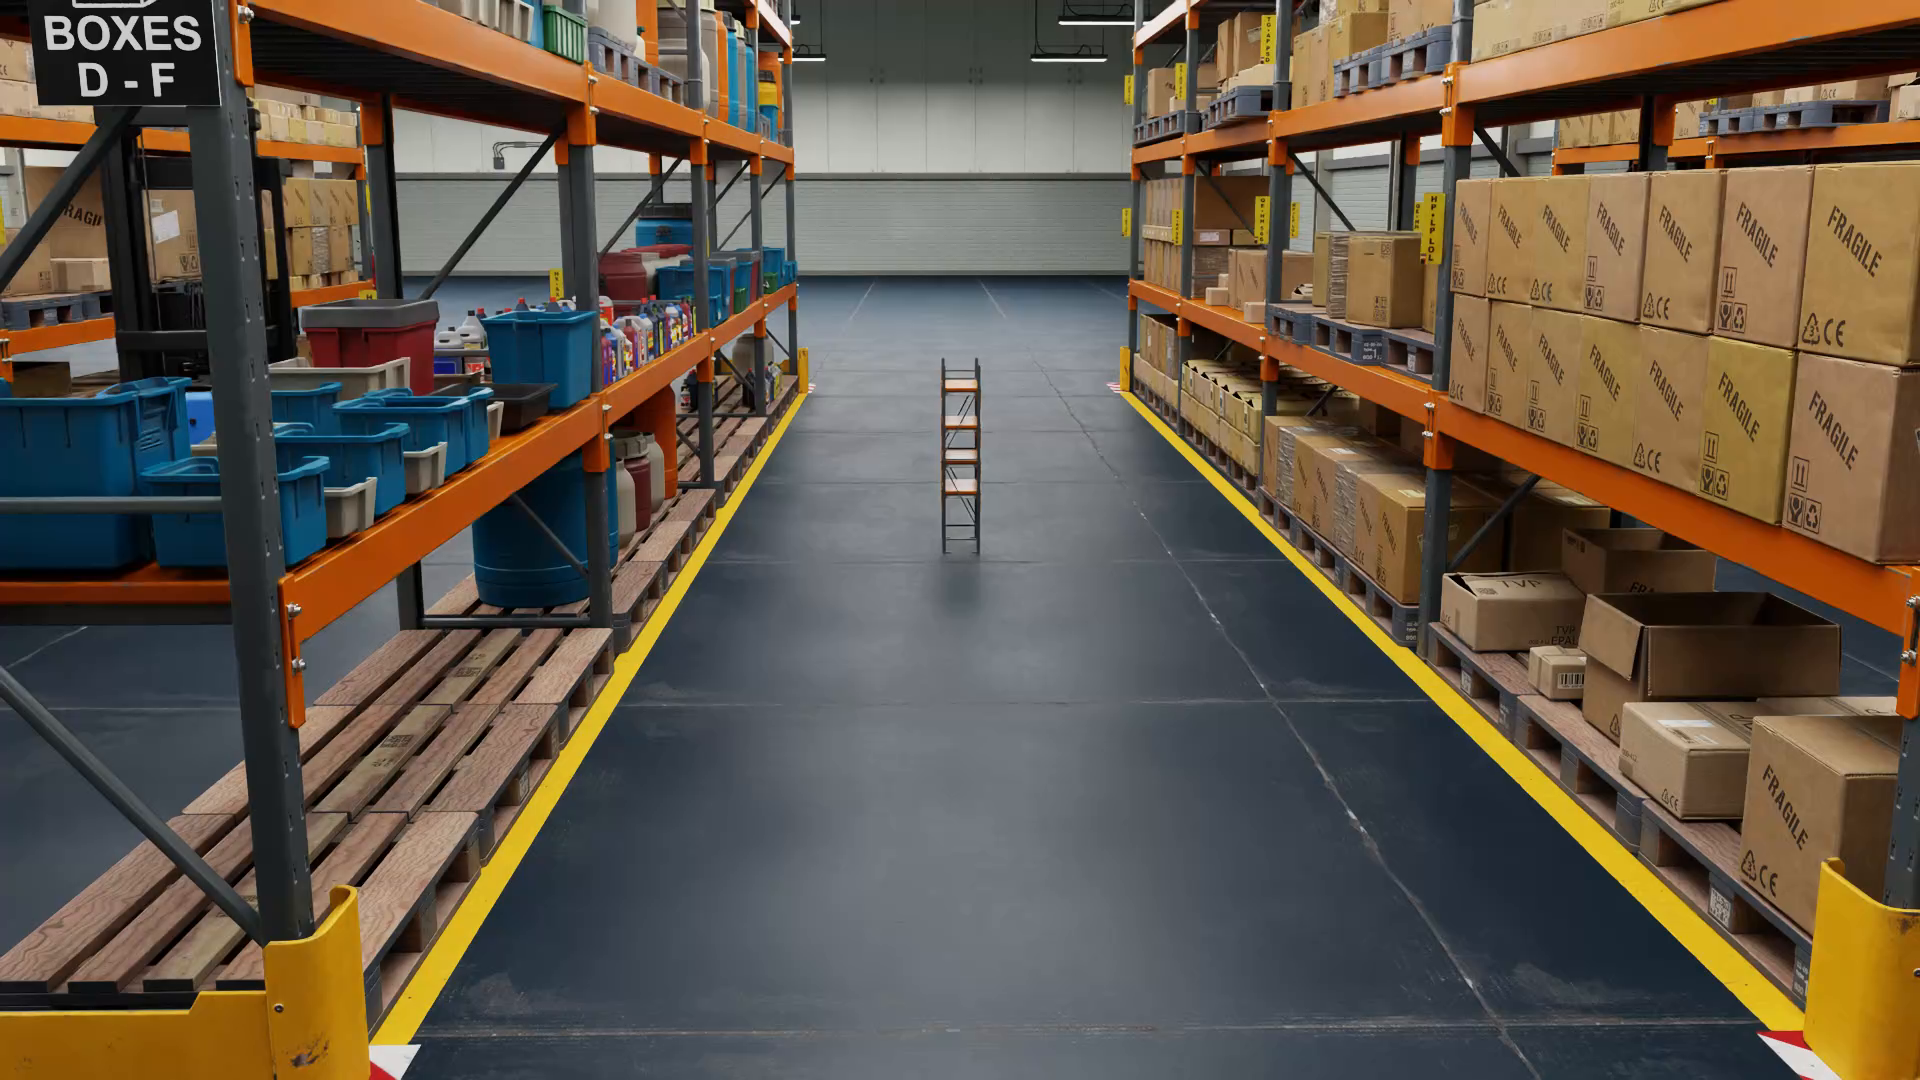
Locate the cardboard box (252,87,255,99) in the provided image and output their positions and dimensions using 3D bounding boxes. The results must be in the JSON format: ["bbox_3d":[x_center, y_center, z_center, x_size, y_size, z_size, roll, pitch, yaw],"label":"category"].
[{"bbox_3d":[-7.631,-4.846,17.602,0.500,0.500,0.500,0,11,-1],"label":"cardboard box"}]

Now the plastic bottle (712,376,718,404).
[{"bbox_3d":[-2.515,-1.509,16.698,0.152,0.276,0.135,0,11,-1],"label":"plastic bottle"}]

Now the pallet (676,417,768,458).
[{"bbox_3d":[-2.302,-0.935,15.139,1.003,0.211,1.213,0,11,-1],"label":"pallet"}]

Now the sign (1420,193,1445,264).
[{"bbox_3d":[2.205,-1.452,7.759,0.100,0.325,0.005,0,11,-1],"label":"sign"}]

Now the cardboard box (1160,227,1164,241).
[{"bbox_3d":[2.336,-3.255,17.677,0.380,0.149,0.250,0,11,-1],"label":"cardboard box"}]

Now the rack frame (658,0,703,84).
[{"bbox_3d":[-2.275,-4.603,11.115,1.000,3.000,0.127,0,11,-1],"label":"rack frame"}]

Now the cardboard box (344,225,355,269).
[{"bbox_3d":[-7.408,-3.318,18.871,0.875,0.500,0.500,0,11,-1],"label":"cardboard box"}]

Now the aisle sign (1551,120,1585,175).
[{"bbox_3d":[7.163,-4.581,19.556,0.394,0.787,0.004,0,11,-1],"label":"aisle sign"}]

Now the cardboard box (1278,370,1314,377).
[{"bbox_3d":[2.915,-1.329,14.513,0.500,0.311,0.500,0,11,-1],"label":"cardboard box"}]

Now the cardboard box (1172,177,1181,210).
[{"bbox_3d":[2.558,-3.451,17.009,0.700,0.500,0.500,0,11,-1],"label":"cardboard box"}]

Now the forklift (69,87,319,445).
[{"bbox_3d":[-4.982,-1.553,11.340,1.130,2.935,3.031,-1,12,-5],"label":"forklift"}]

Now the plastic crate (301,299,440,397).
[{"bbox_3d":[-2.424,-0.750,6.900,0.402,0.464,0.583,0,11,-1],"label":"plastic crate"}]

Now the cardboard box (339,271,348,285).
[{"bbox_3d":[-7.119,-2.955,18.711,0.380,0.149,0.250,0,11,-1],"label":"cardboard box"}]

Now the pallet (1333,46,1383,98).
[{"bbox_3d":[2.792,-2.601,9.266,1.213,0.211,1.003,0,11,-1],"label":"pallet"}]

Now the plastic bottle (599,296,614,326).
[{"bbox_3d":[-2.437,-1.515,11.296,0.152,0.276,0.135,0,11,-1],"label":"plastic bottle"}]

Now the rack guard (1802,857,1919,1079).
[{"bbox_3d":[2.841,1.118,4.292,1.175,0.500,0.348,0,11,-1],"label":"rack guard"}]

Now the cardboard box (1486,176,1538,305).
[{"bbox_3d":[2.500,-1.229,6.806,0.500,0.500,0.500,-1,11,-3],"label":"cardboard box"}]

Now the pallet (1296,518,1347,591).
[{"bbox_3d":[2.677,0.075,10.160,1.003,0.211,1.213,0,11,-1],"label":"pallet"}]

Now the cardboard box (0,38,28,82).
[{"bbox_3d":[-6.979,-3.501,11.719,0.500,0.500,0.500,0,11,-1],"label":"cardboard box"}]

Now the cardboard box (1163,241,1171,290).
[{"bbox_3d":[2.544,-2.921,17.662,0.700,0.500,0.500,0,11,1],"label":"cardboard box"}]

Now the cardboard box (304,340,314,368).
[{"bbox_3d":[-7.349,-1.971,18.459,0.500,0.500,0.500,3,12,14],"label":"cardboard box"}]

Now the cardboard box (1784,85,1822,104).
[{"bbox_3d":[7.491,-3.899,14.359,0.500,0.311,0.500,0,11,1],"label":"cardboard box"}]

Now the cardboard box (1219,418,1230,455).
[{"bbox_3d":[2.401,-0.847,13.548,0.500,0.250,0.500,0,11,0],"label":"cardboard box"}]

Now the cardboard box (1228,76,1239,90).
[{"bbox_3d":[2.612,-3.848,14.260,0.500,0.250,0.500,-1,12,-7],"label":"cardboard box"}]

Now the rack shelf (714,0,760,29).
[{"bbox_3d":[-2.316,-4.452,13.186,1.077,0.370,4.000,0,11,-1],"label":"rack shelf"}]

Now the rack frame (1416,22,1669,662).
[{"bbox_3d":[2.760,-0.887,7.889,1.000,3.000,0.127,0,11,-1],"label":"rack frame"}]

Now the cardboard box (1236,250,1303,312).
[{"bbox_3d":[2.616,-2.170,13.957,0.500,0.500,0.500,0,11,-1],"label":"cardboard box"}]

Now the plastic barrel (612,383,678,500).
[{"bbox_3d":[-2.248,-0.708,11.406,0.600,0.830,0.708,0,11,-1],"label":"plastic barrel"}]

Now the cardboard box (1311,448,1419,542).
[{"bbox_3d":[2.439,-0.274,10.045,0.500,0.500,0.500,-1,11,-3],"label":"cardboard box"}]

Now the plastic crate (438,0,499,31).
[{"bbox_3d":[-1.847,-1.926,5.764,0.437,0.282,0.530,0,11,-1],"label":"plastic crate"}]

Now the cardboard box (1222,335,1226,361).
[{"bbox_3d":[2.880,-1.896,16.835,0.500,0.500,0.500,0,11,-1],"label":"cardboard box"}]

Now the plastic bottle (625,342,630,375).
[{"bbox_3d":[-1.805,-0.979,8.841,0.097,0.201,0.097,0,11,0],"label":"plastic bottle"}]

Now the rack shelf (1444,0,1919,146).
[{"bbox_3d":[2.802,-1.607,5.702,1.077,0.370,4.000,0,11,-1],"label":"rack shelf"}]

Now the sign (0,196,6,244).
[{"bbox_3d":[-6.672,-2.213,11.510,0.100,0.325,0.005,0,11,-1],"label":"sign"}]

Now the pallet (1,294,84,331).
[{"bbox_3d":[-7.348,-1.690,12.326,1.213,0.211,1.003,0,11,-1],"label":"pallet"}]

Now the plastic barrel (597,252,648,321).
[{"bbox_3d":[-2.587,-1.821,12.146,0.600,0.536,0.708,0,11,-1],"label":"plastic barrel"}]

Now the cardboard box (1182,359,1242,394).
[{"bbox_3d":[2.354,-1.528,15.493,0.500,0.311,0.500,0,11,-1],"label":"cardboard box"}]

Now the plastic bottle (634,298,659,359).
[{"bbox_3d":[-1.848,-1.238,9.740,0.144,0.351,0.185,0,11,-1],"label":"plastic bottle"}]

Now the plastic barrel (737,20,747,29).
[{"bbox_3d":[-2.271,-4.578,16.218,0.600,0.901,0.708,0,11,-1],"label":"plastic barrel"}]

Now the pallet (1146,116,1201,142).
[{"bbox_3d":[2.529,-4.316,17.465,1.003,0.211,1.213,0,11,-1],"label":"pallet"}]

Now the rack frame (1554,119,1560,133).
[{"bbox_3d":[7.465,-6.234,19.154,1.000,3.000,0.127,0,11,-1],"label":"rack frame"}]

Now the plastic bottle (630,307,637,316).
[{"bbox_3d":[-1.957,-1.262,10.031,0.061,0.283,0.133,0,11,-1],"label":"plastic bottle"}]

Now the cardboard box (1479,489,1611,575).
[{"bbox_3d":[2.994,0.025,8.572,0.500,0.500,0.500,-1,11,-4],"label":"cardboard box"}]

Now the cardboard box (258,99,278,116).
[{"bbox_3d":[-7.032,-4.304,16.560,0.380,0.149,0.250,0,11,-2],"label":"cardboard box"}]

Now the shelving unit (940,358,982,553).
[{"bbox_3d":[0.003,-0.555,10.778,0.258,1.200,0.503,0,11,-1],"label":"shelving unit"}]

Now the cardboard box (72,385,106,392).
[{"bbox_3d":[-7.303,-0.989,13.570,0.700,0.500,0.500,1,11,4],"label":"cardboard box"}]

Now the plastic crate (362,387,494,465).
[{"bbox_3d":[-1.819,-0.392,5.716,0.416,0.233,0.300,0,11,-1],"label":"plastic crate"}]

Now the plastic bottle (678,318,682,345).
[{"bbox_3d":[-1.845,-1.360,10.718,0.097,0.201,0.097,0,11,0],"label":"plastic bottle"}]

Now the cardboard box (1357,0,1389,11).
[{"bbox_3d":[2.701,-3.402,9.973,0.500,0.500,0.500,0,11,-1],"label":"cardboard box"}]

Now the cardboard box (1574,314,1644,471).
[{"bbox_3d":[2.532,-0.532,5.884,0.500,0.500,0.500,0,11,-2],"label":"cardboard box"}]

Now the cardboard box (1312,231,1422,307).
[{"bbox_3d":[2.803,-1.813,11.141,0.700,0.500,0.500,-4,12,-20],"label":"cardboard box"}]

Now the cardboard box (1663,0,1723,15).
[{"bbox_3d":[2.546,-1.789,5.164,0.500,0.250,0.500,0,11,-1],"label":"cardboard box"}]

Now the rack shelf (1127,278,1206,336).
[{"bbox_3d":[2.554,-2.523,17.758,1.077,0.370,4.000,0,11,-1],"label":"rack shelf"}]

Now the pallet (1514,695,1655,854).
[{"bbox_3d":[2.802,0.859,6.295,1.003,0.211,1.213,0,11,-1],"label":"pallet"}]

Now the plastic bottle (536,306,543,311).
[{"bbox_3d":[-2.595,-1.306,10.274,0.097,0.271,0.097,0,11,0],"label":"plastic bottle"}]
